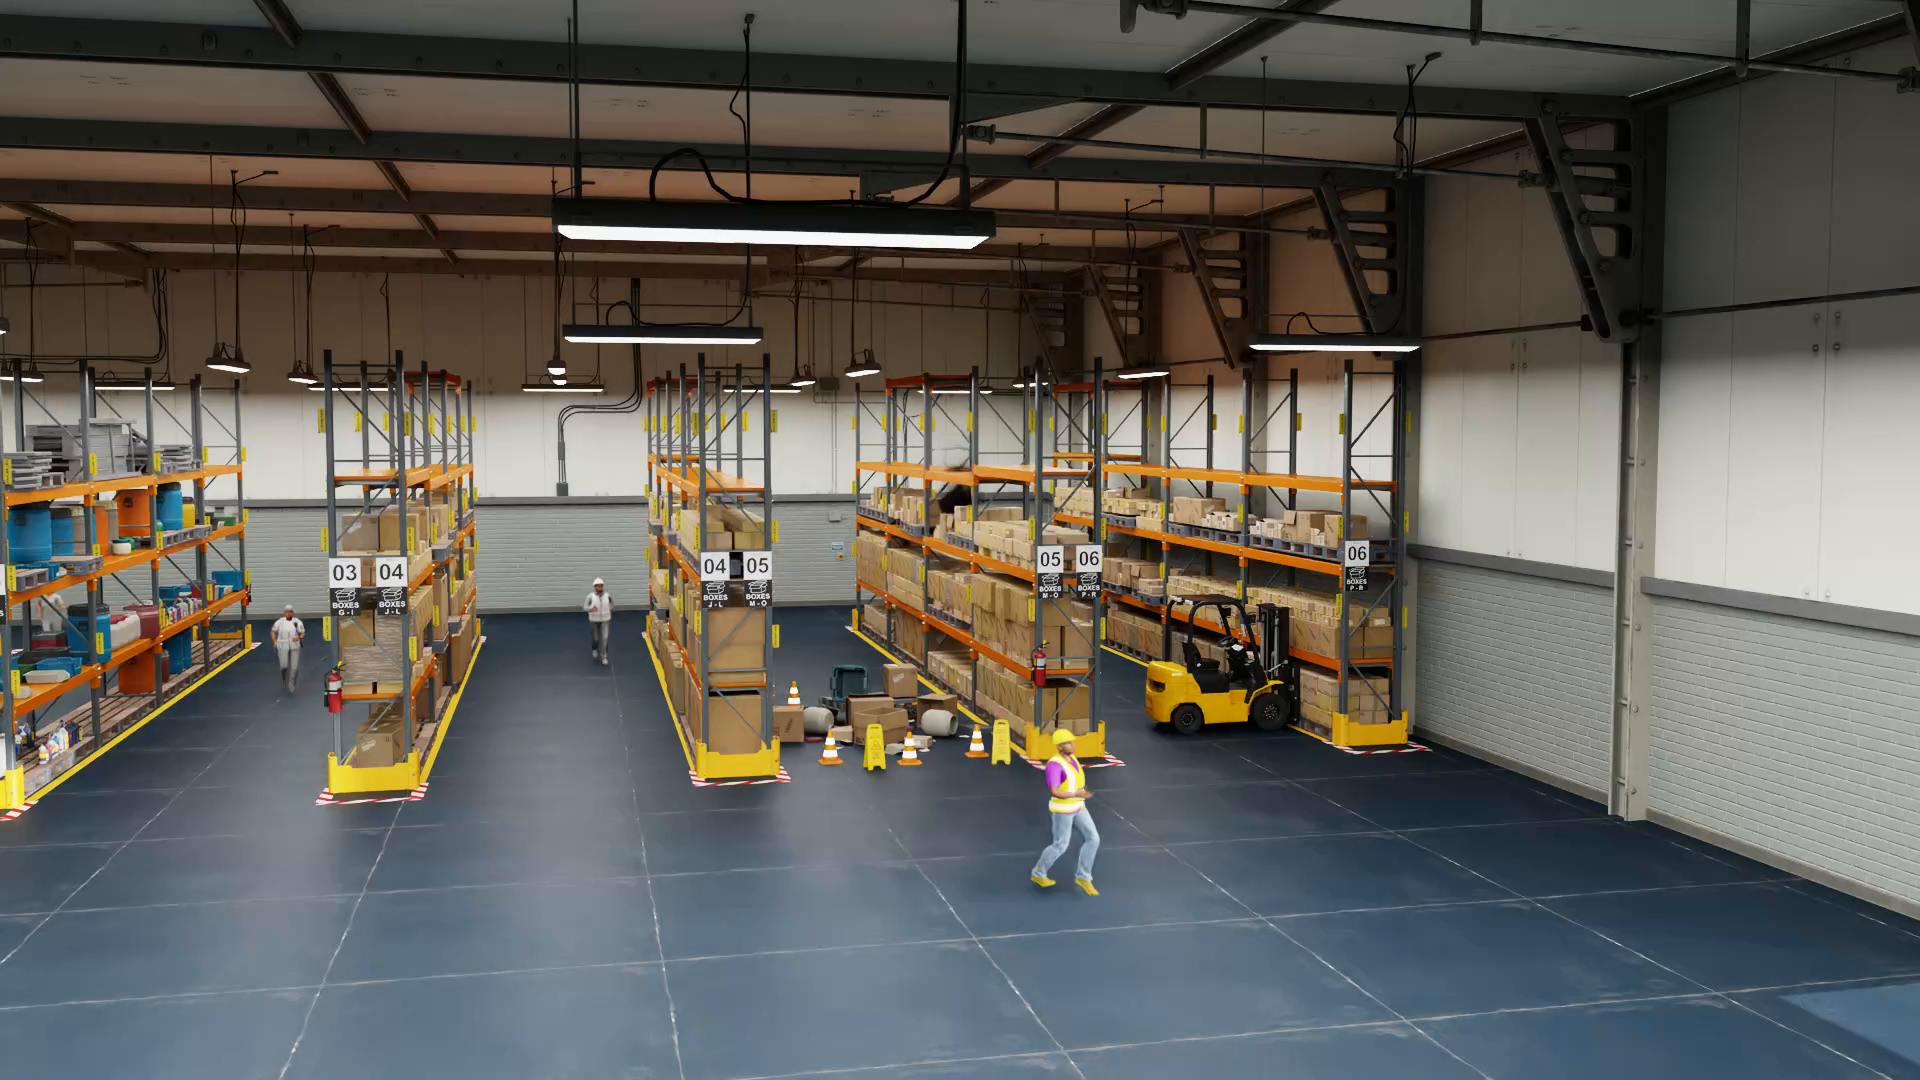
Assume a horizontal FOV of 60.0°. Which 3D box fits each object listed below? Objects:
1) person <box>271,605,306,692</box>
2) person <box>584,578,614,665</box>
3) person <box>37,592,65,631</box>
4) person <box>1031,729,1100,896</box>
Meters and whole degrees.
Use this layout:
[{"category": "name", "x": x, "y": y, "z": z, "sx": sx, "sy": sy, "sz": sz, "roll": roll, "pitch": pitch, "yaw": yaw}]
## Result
[{"category": "person", "x": -12.486, "y": 2.027, "z": 30.940, "sx": 0.592, "sy": 1.627, "sz": 0.598, "roll": -2, "pitch": 4, "yaw": -26}, {"category": "person", "x": -7.511, "y": 1.682, "z": 34.676, "sx": 0.660, "sy": 1.764, "sz": 0.955, "roll": -2, "pitch": 4, "yaw": -21}, {"category": "person", "x": -19.104, "y": 1.736, "z": 34.948, "sx": 0.569, "sy": 1.703, "sz": 0.833, "roll": -1, "pitch": 4, "yaw": -17}, {"category": "person", "x": 1.140, "y": 2.907, "z": 17.770, "sx": 0.757, "sy": 1.802, "sz": 0.707, "roll": 3, "pitch": 5, "yaw": 33}]
